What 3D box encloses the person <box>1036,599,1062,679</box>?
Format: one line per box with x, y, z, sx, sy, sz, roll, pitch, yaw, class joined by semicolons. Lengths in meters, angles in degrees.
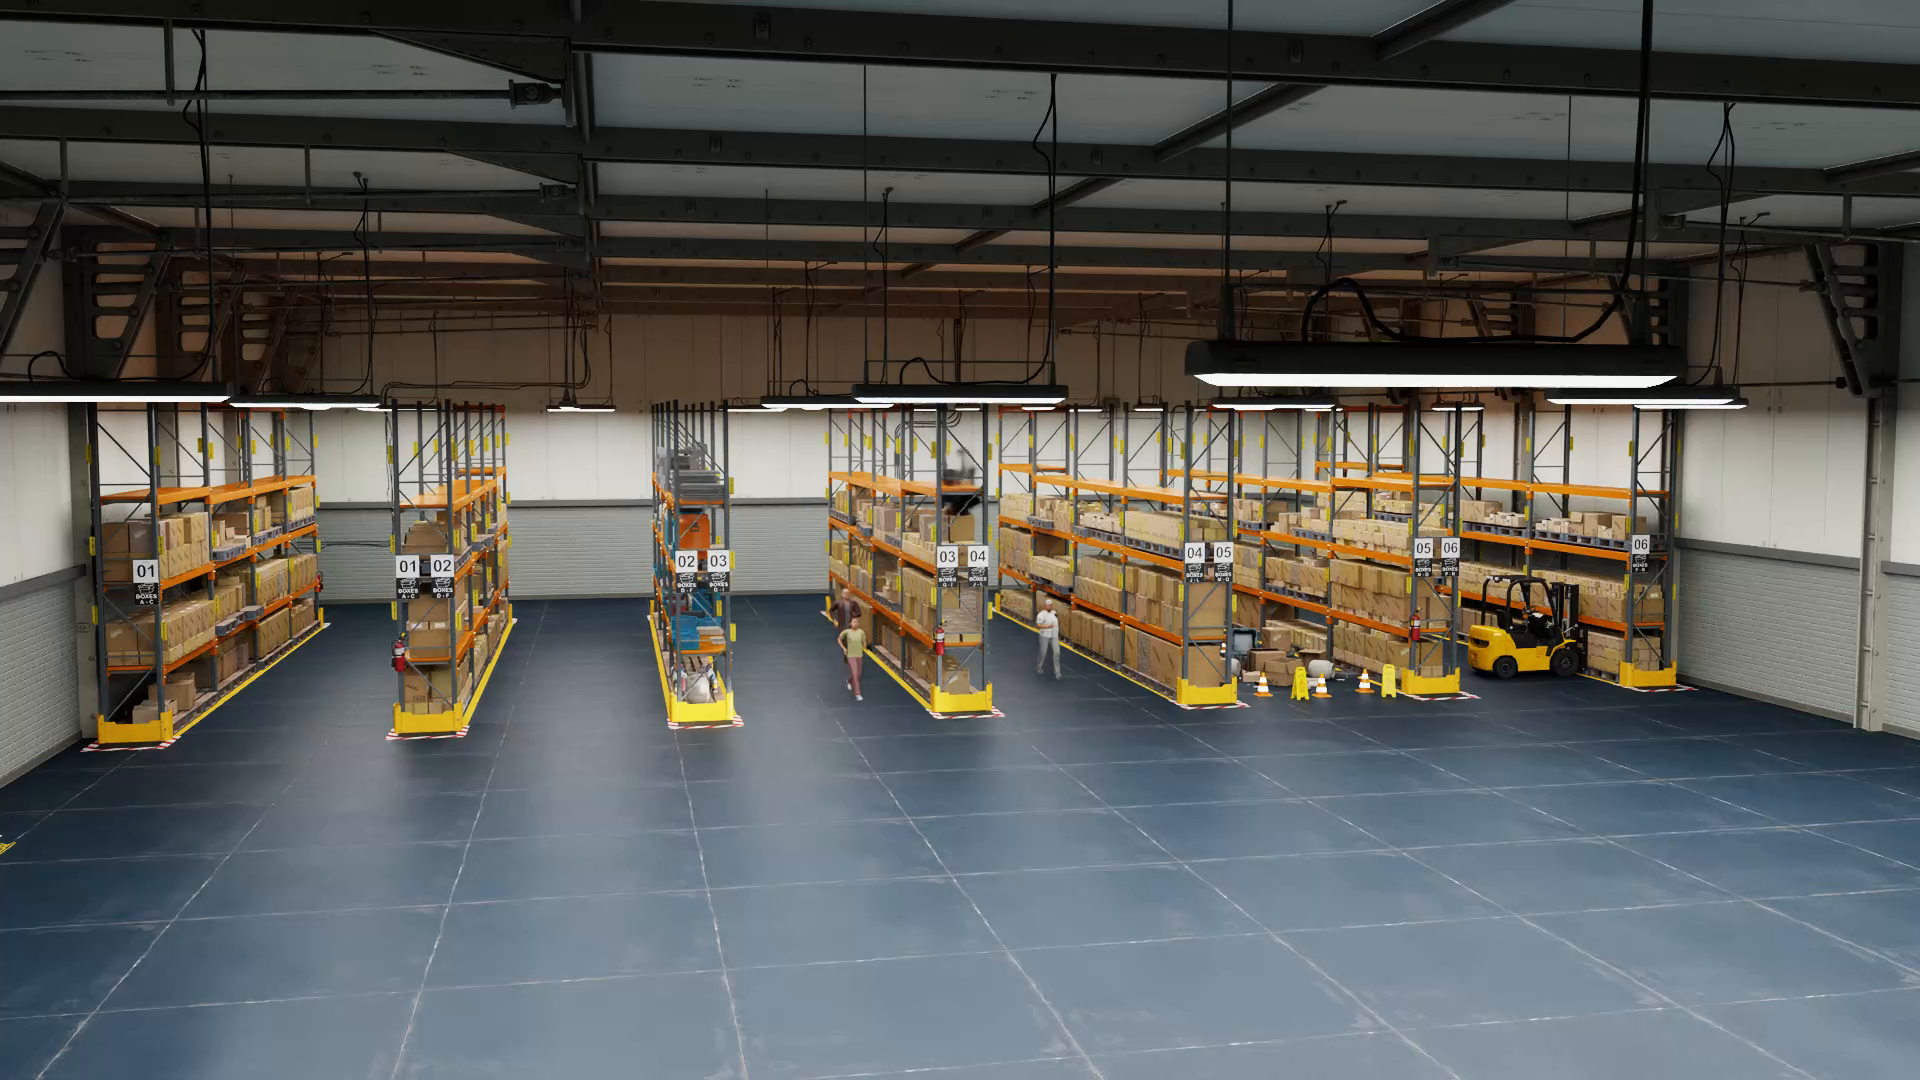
1.937;2.137;36.344;0.589;1.694;0.883;-2;5;-21;person

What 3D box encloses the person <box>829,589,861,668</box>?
-2.573;1.987;37.747;0.716;1.754;0.919;-1;5;-19;person

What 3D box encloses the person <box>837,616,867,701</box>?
-2.151;2.370;33.603;0.579;1.669;0.894;-2;5;-26;person
